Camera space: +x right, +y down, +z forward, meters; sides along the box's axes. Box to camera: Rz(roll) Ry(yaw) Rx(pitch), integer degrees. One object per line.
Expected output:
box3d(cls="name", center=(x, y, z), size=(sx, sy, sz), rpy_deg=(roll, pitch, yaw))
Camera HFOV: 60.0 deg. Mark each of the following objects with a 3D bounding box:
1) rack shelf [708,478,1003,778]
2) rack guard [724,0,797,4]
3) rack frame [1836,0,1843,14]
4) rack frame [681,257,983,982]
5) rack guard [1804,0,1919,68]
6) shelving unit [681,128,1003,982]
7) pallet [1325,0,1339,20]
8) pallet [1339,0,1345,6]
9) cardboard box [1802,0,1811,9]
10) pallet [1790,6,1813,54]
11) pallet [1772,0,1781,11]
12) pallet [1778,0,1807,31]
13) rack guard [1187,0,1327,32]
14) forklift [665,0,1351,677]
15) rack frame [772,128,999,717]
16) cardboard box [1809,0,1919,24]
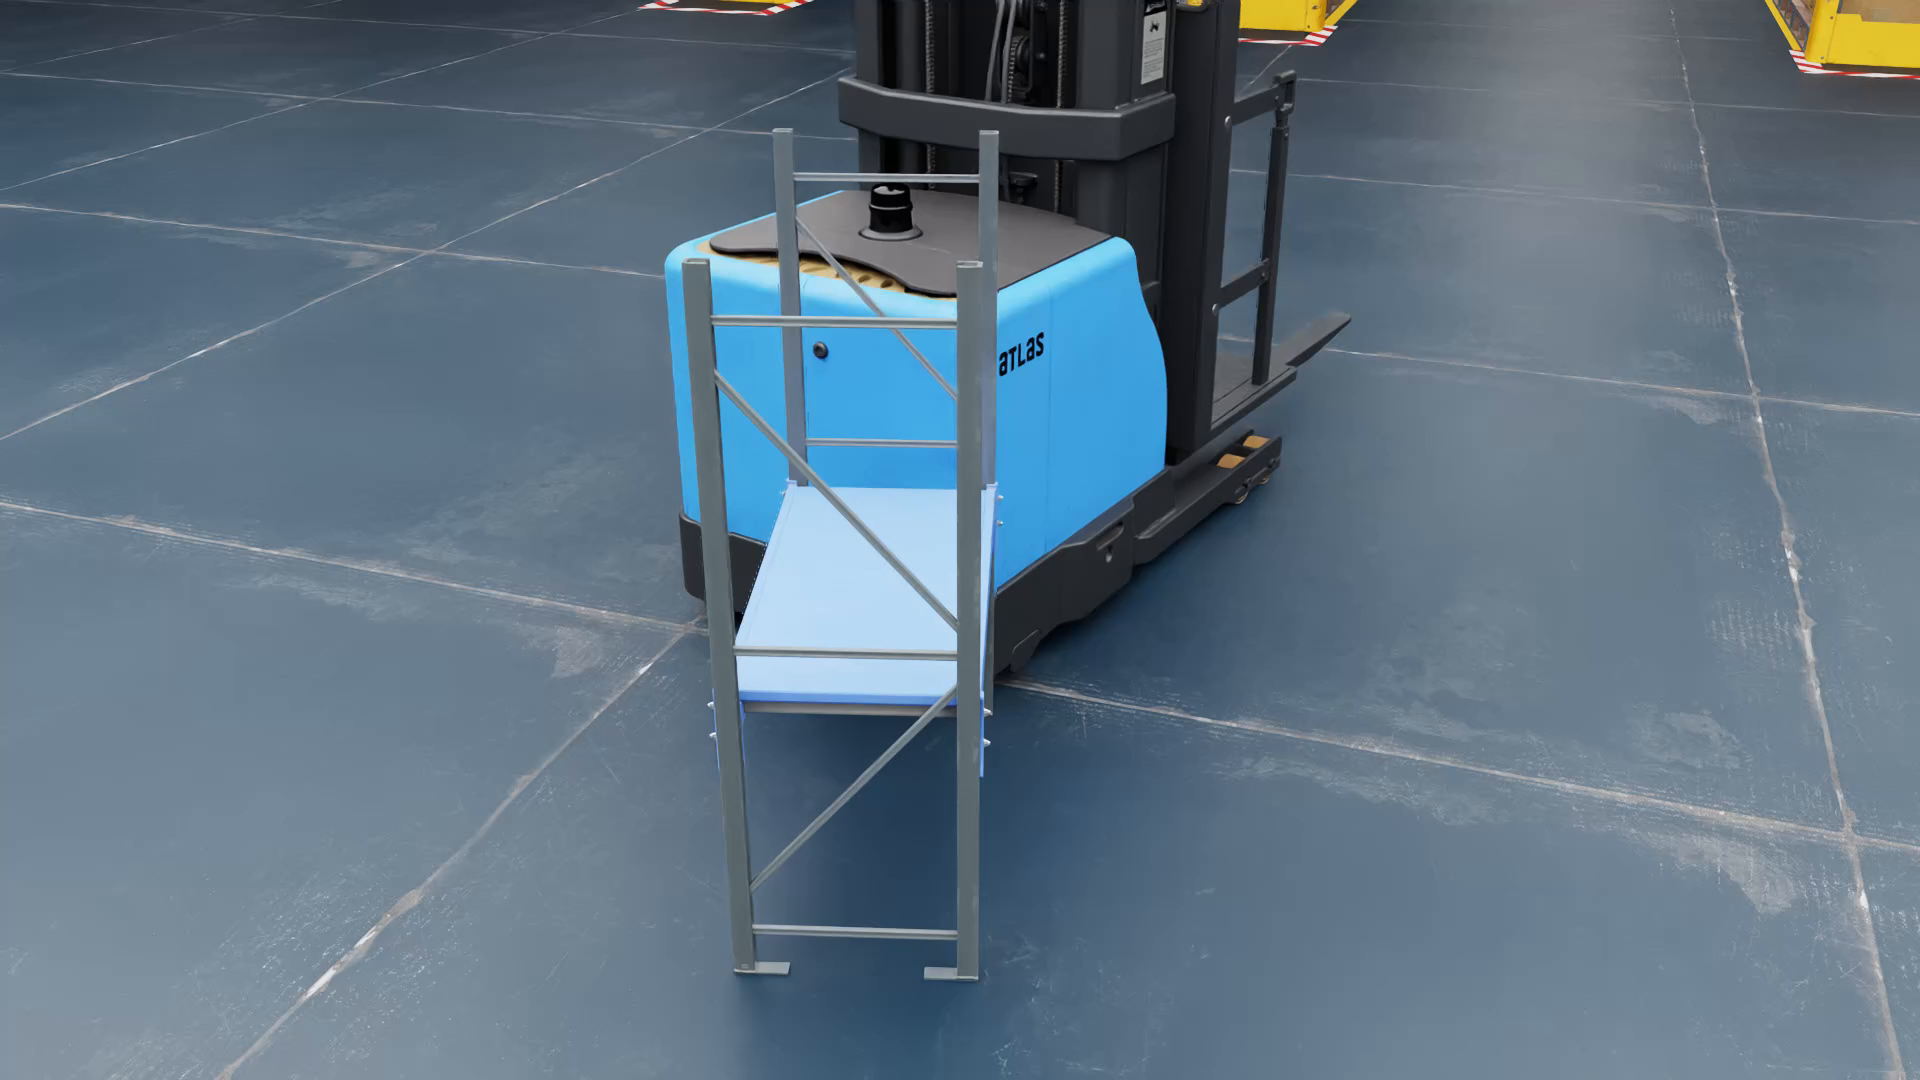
box3d(cls="rack shelf", center=(-0.188, 0.154, 3.623), size=(0.538, 0.185, 1.000), rpy_deg=(1, 26, 2))
box3d(cls="rack guard", center=(-2.138, -5.444, 15.920), size=(1.175, 0.500, 0.348), rpy_deg=(9, 27, 17))
box3d(cls="rack frame", center=(7.195, -5.052, 12.242), size=(1.000, 3.000, 0.127), rpy_deg=(9, 27, 17))
box3d(cls="rack frame", center=(-0.212, 0.214, 3.088), size=(0.500, 1.500, 0.032), rpy_deg=(1, 26, 2))
box3d(cls="rack guard", center=(7.187, -3.917, 12.766), size=(1.175, 0.500, 0.348), rpy_deg=(9, 27, 17))
box3d(cls="shelving unit", center=(-0.188, -0.008, 3.545), size=(0.538, 1.500, 1.048), rpy_deg=(1, 26, 2))
box3d(cls="pallet", center=(2.881, -4.918, 15.164), size=(1.003, 0.211, 1.213), rpy_deg=(9, 27, 17))
box3d(cls="pallet", center=(3.288, -5.417, 16.196), size=(1.003, 0.211, 1.213), rpy_deg=(9, 27, 17))
box3d(cls="cardboard box", center=(7.650, -4.935, 13.956), size=(0.875, 0.875, 0.875), rpy_deg=(8, 27, 17))
box3d(cls="pallet", center=(7.388, -4.137, 13.552), size=(1.003, 0.211, 1.213), rpy_deg=(9, 27, 17))
box3d(cls="pallet", center=(8.200, -5.139, 15.623), size=(1.003, 0.211, 1.213), rpy_deg=(9, 27, 17))
box3d(cls="pallet", center=(7.795, -4.636, 14.584), size=(1.003, 0.211, 1.213), rpy_deg=(9, 27, 17))
box3d(cls="rack guard", center=(2.577, -4.719, 14.423), size=(1.175, 0.500, 0.348), rpy_deg=(9, 27, 17))
box3d(cls="forklift", center=(0.435, -1.539, 5.065), size=(1.130, 2.935, 3.031), rpy_deg=(16, 30, 30))
box3d(cls="rack frame", center=(-0.164, -0.229, 4.002), size=(0.500, 1.500, 0.032), rpy_deg=(1, 26, 2))
box3d(cls="cardboard box", center=(7.359, -4.573, 13.209), size=(0.875, 0.875, 0.875), rpy_deg=(9, 27, 18))
